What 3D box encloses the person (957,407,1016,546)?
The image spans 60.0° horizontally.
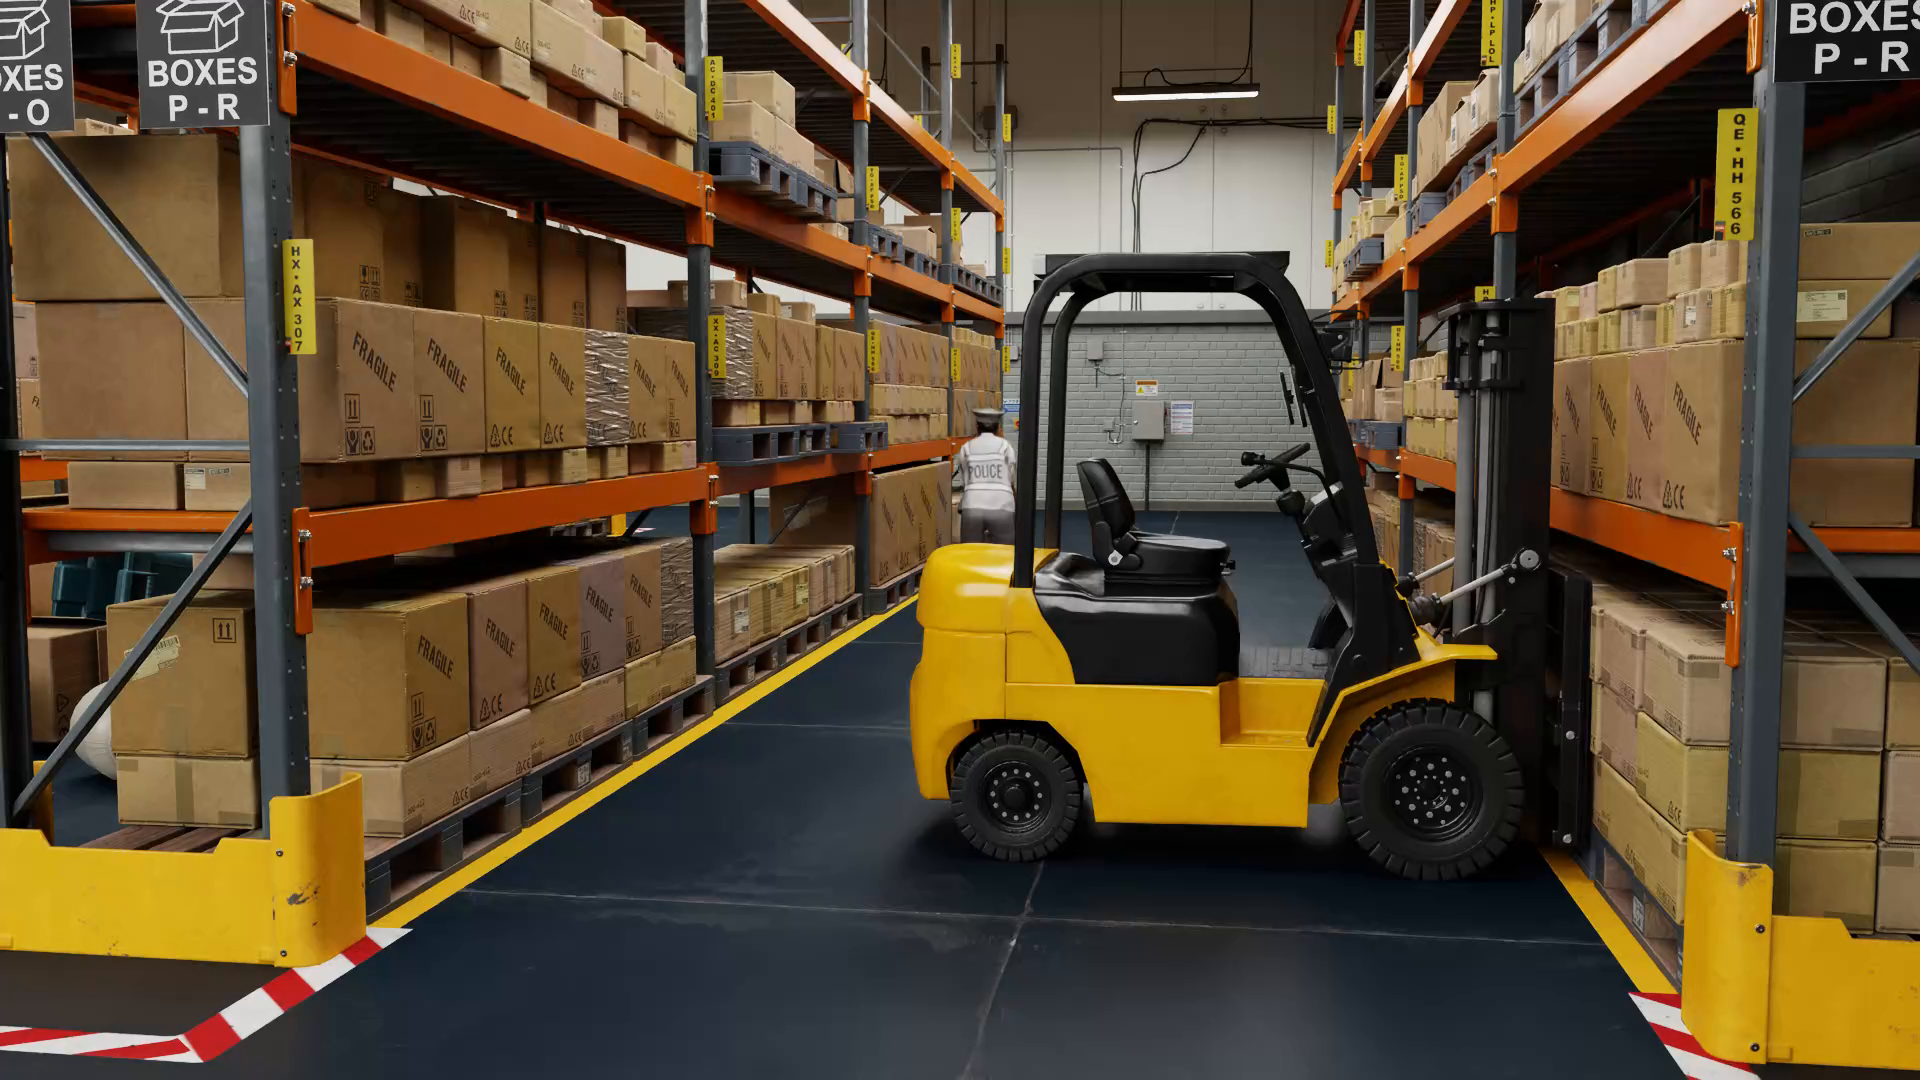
[{"bbox_3d":[0.202,-0.152,12.099,0.415,1.625,0.566,1,5,8],"label":"person"}]
